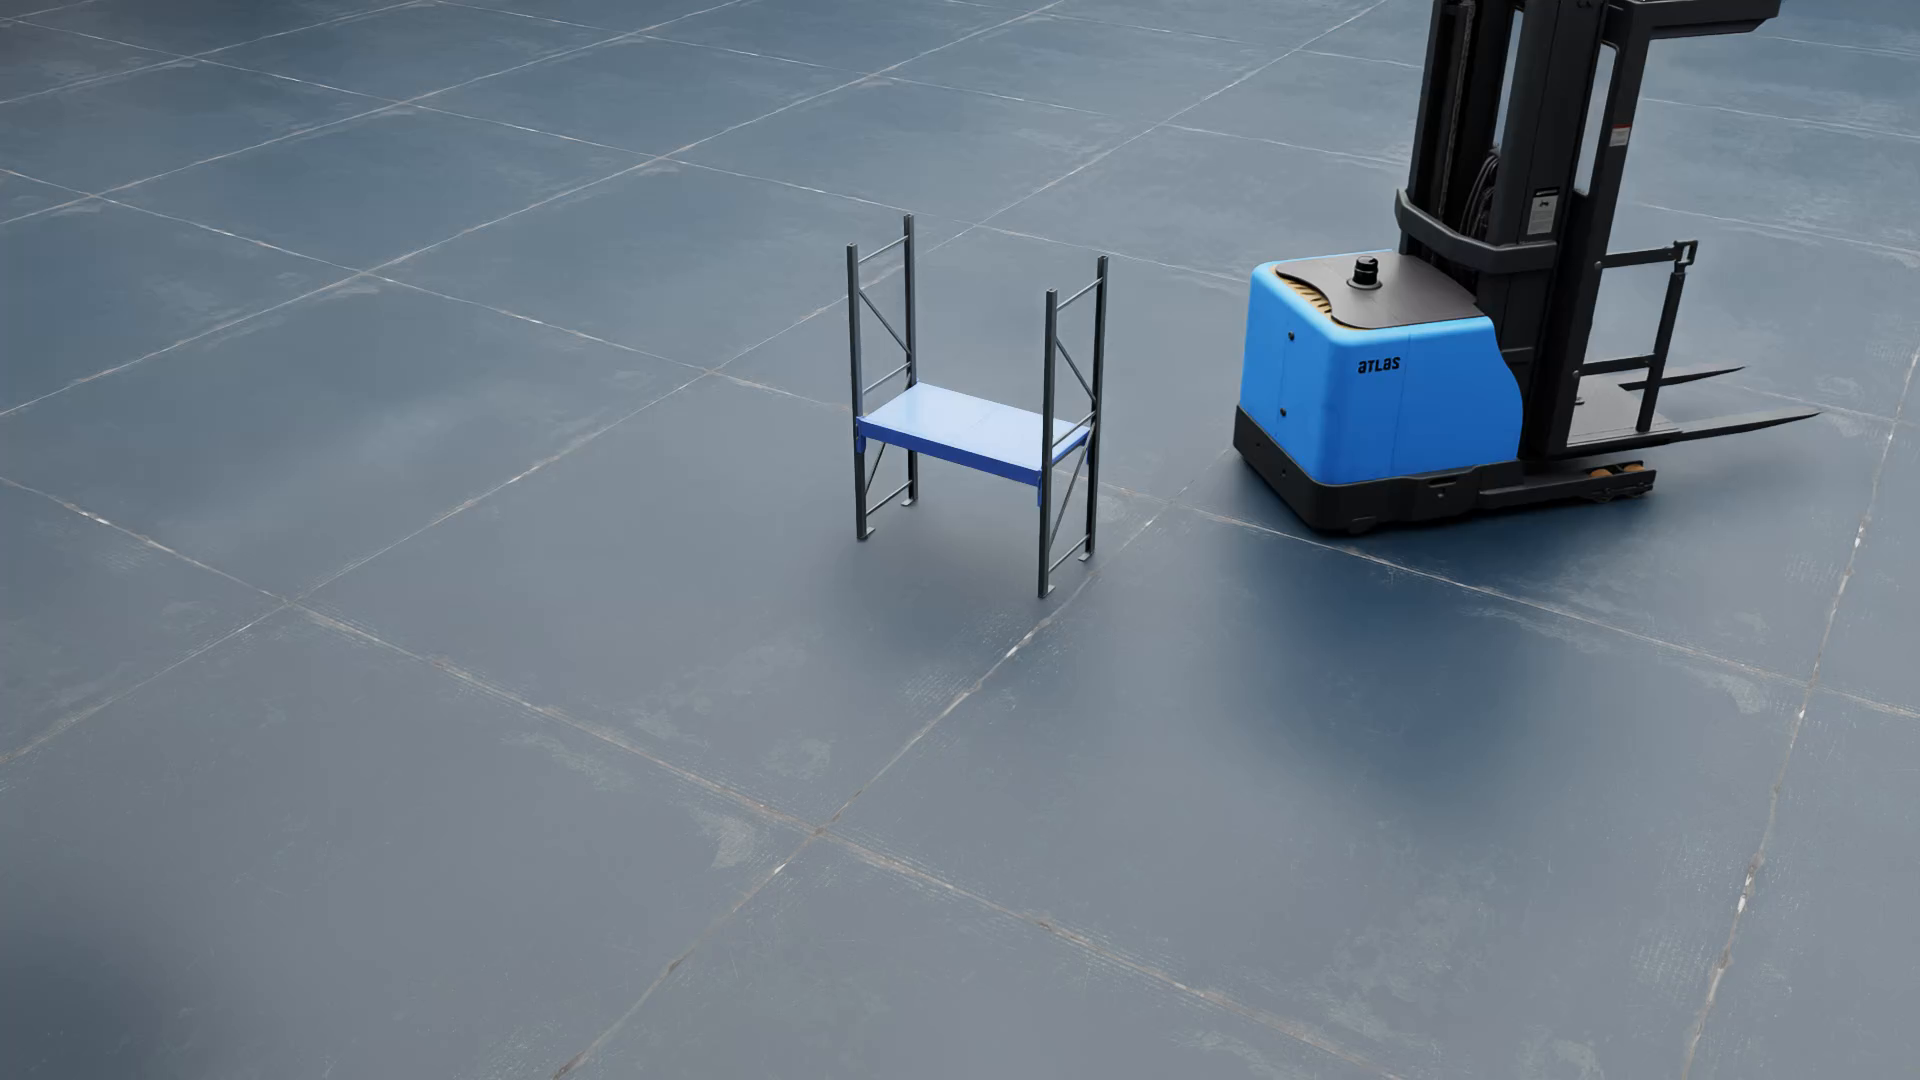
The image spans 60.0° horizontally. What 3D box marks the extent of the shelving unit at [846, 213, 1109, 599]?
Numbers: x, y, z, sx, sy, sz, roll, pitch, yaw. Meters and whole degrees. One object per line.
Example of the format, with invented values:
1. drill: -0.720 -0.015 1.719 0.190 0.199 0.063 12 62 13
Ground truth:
1. shelving unit: 0.072 -0.625 7.686 1.048 1.500 0.538 18 35 27

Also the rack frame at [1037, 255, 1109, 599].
1. rack frame: 0.503 -0.489 7.452 0.032 1.500 0.500 18 35 27

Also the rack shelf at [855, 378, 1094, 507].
1. rack shelf: 0.072 -0.470 7.776 1.000 0.185 0.538 18 35 27

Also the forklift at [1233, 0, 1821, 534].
1. forklift: 3.025 -1.703 8.114 3.031 2.935 1.130 -8 31 -14

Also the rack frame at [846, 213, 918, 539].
1. rack frame: -0.358 -0.761 7.919 0.032 1.500 0.500 18 35 27
